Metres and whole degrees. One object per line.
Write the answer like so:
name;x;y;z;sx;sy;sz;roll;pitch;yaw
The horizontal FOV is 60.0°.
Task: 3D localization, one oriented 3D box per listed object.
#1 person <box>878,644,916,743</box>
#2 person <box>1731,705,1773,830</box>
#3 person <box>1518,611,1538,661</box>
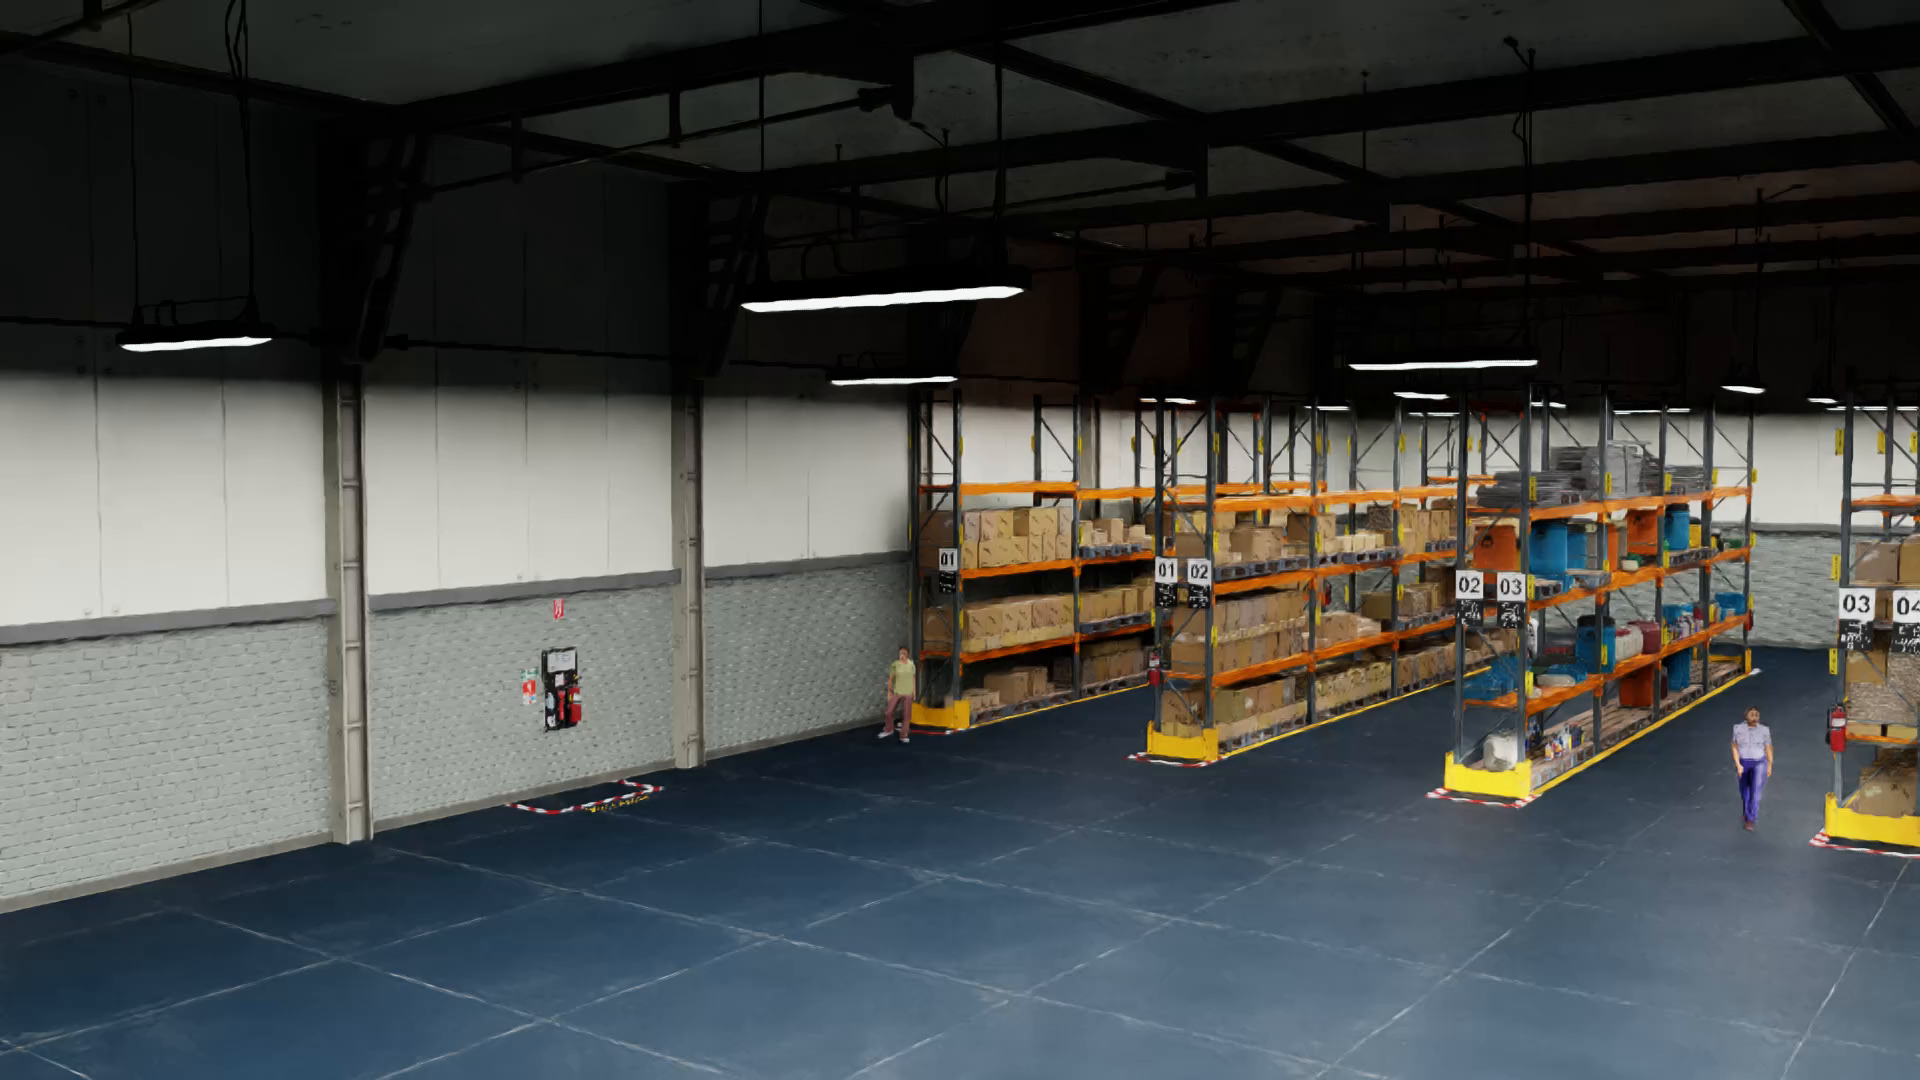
person;-1.063;2.573;27.983;0.639;1.665;0.482;0;3;-4
person;10.367;2.951;21.789;0.479;1.563;0.995;2;4;34
person;11.978;2.186;35.018;0.502;1.624;0.997;2;4;35
